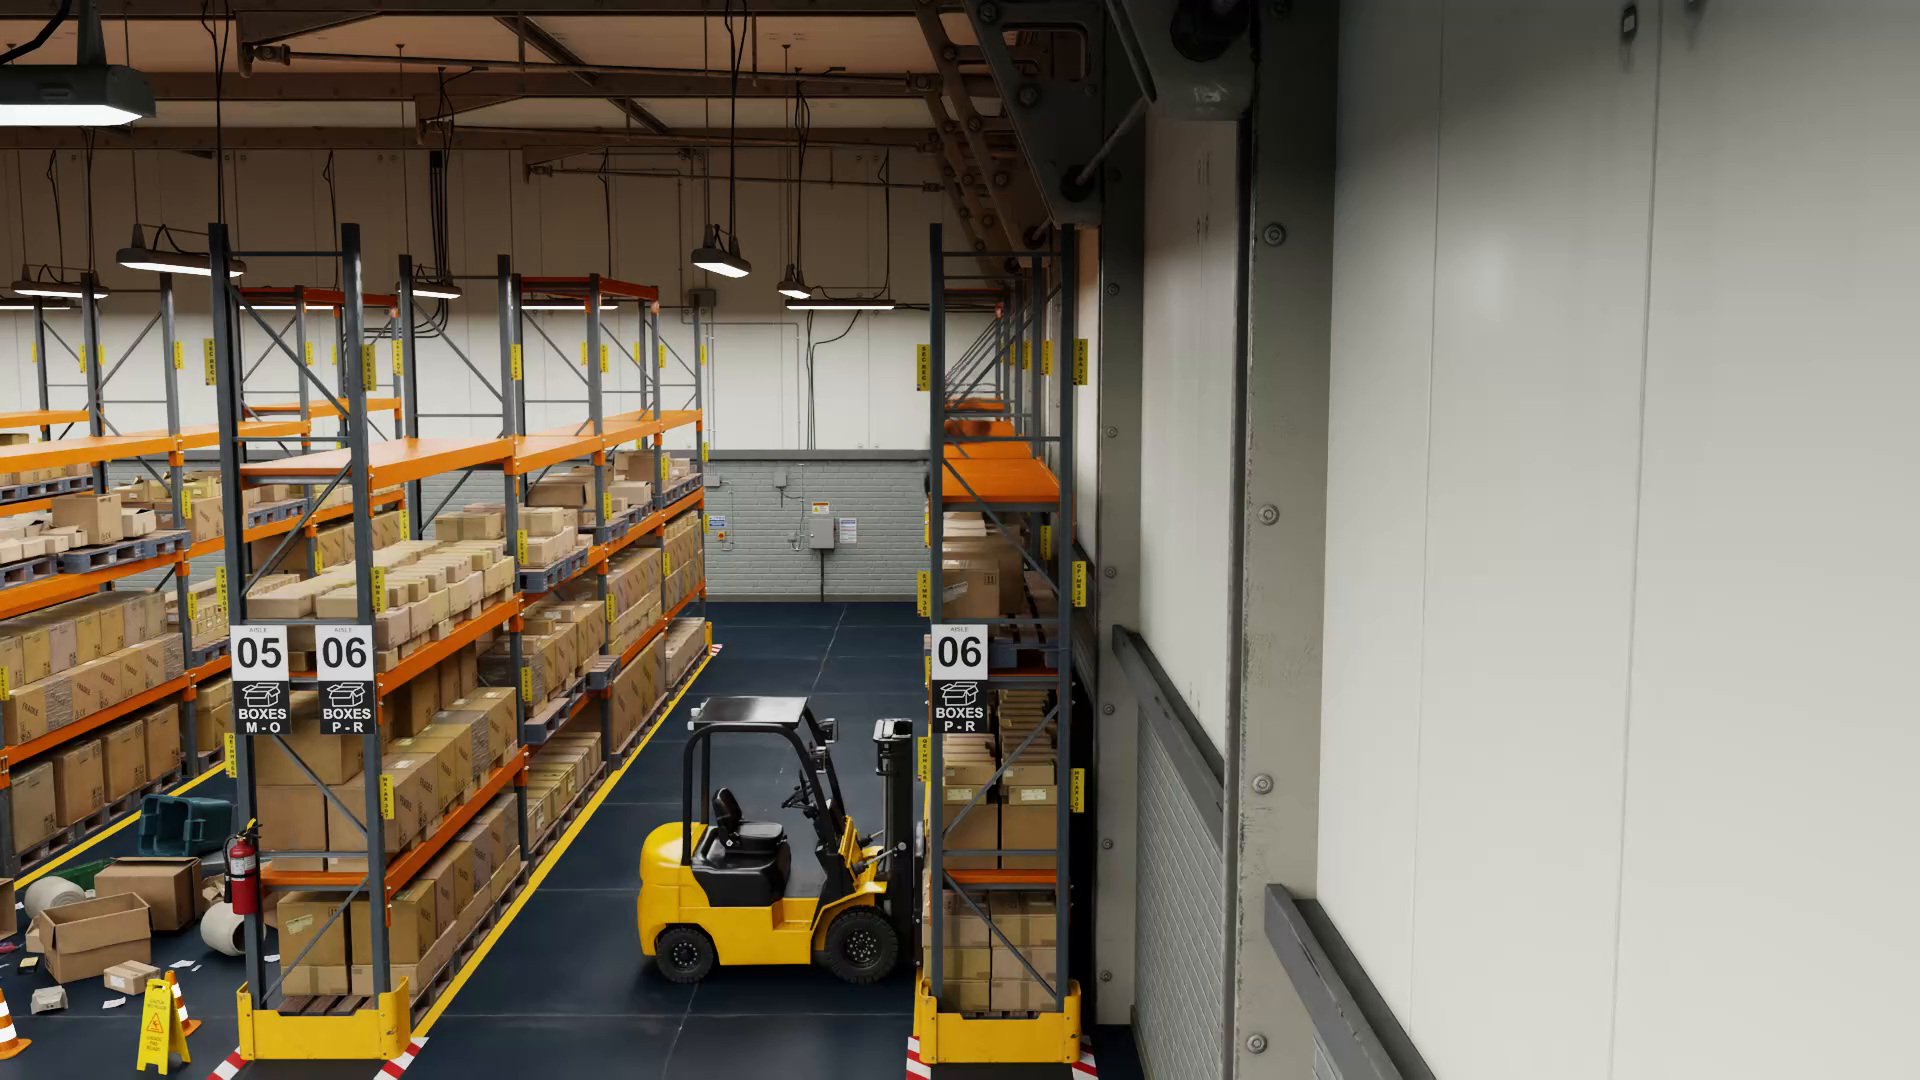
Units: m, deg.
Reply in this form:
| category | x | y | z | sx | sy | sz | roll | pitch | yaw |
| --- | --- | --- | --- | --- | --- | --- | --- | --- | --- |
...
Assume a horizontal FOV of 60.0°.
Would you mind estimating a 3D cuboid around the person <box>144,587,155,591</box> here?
| category | x | y | z | sx | sy | sz | roll | pitch | yaw |
| --- | --- | --- | --- | --- | --- | --- | --- | --- | --- |
| person | -11.368 | 1.563 | 23.576 | 0.648 | 1.854 | 1.043 | -1 | 7 | -8 |
